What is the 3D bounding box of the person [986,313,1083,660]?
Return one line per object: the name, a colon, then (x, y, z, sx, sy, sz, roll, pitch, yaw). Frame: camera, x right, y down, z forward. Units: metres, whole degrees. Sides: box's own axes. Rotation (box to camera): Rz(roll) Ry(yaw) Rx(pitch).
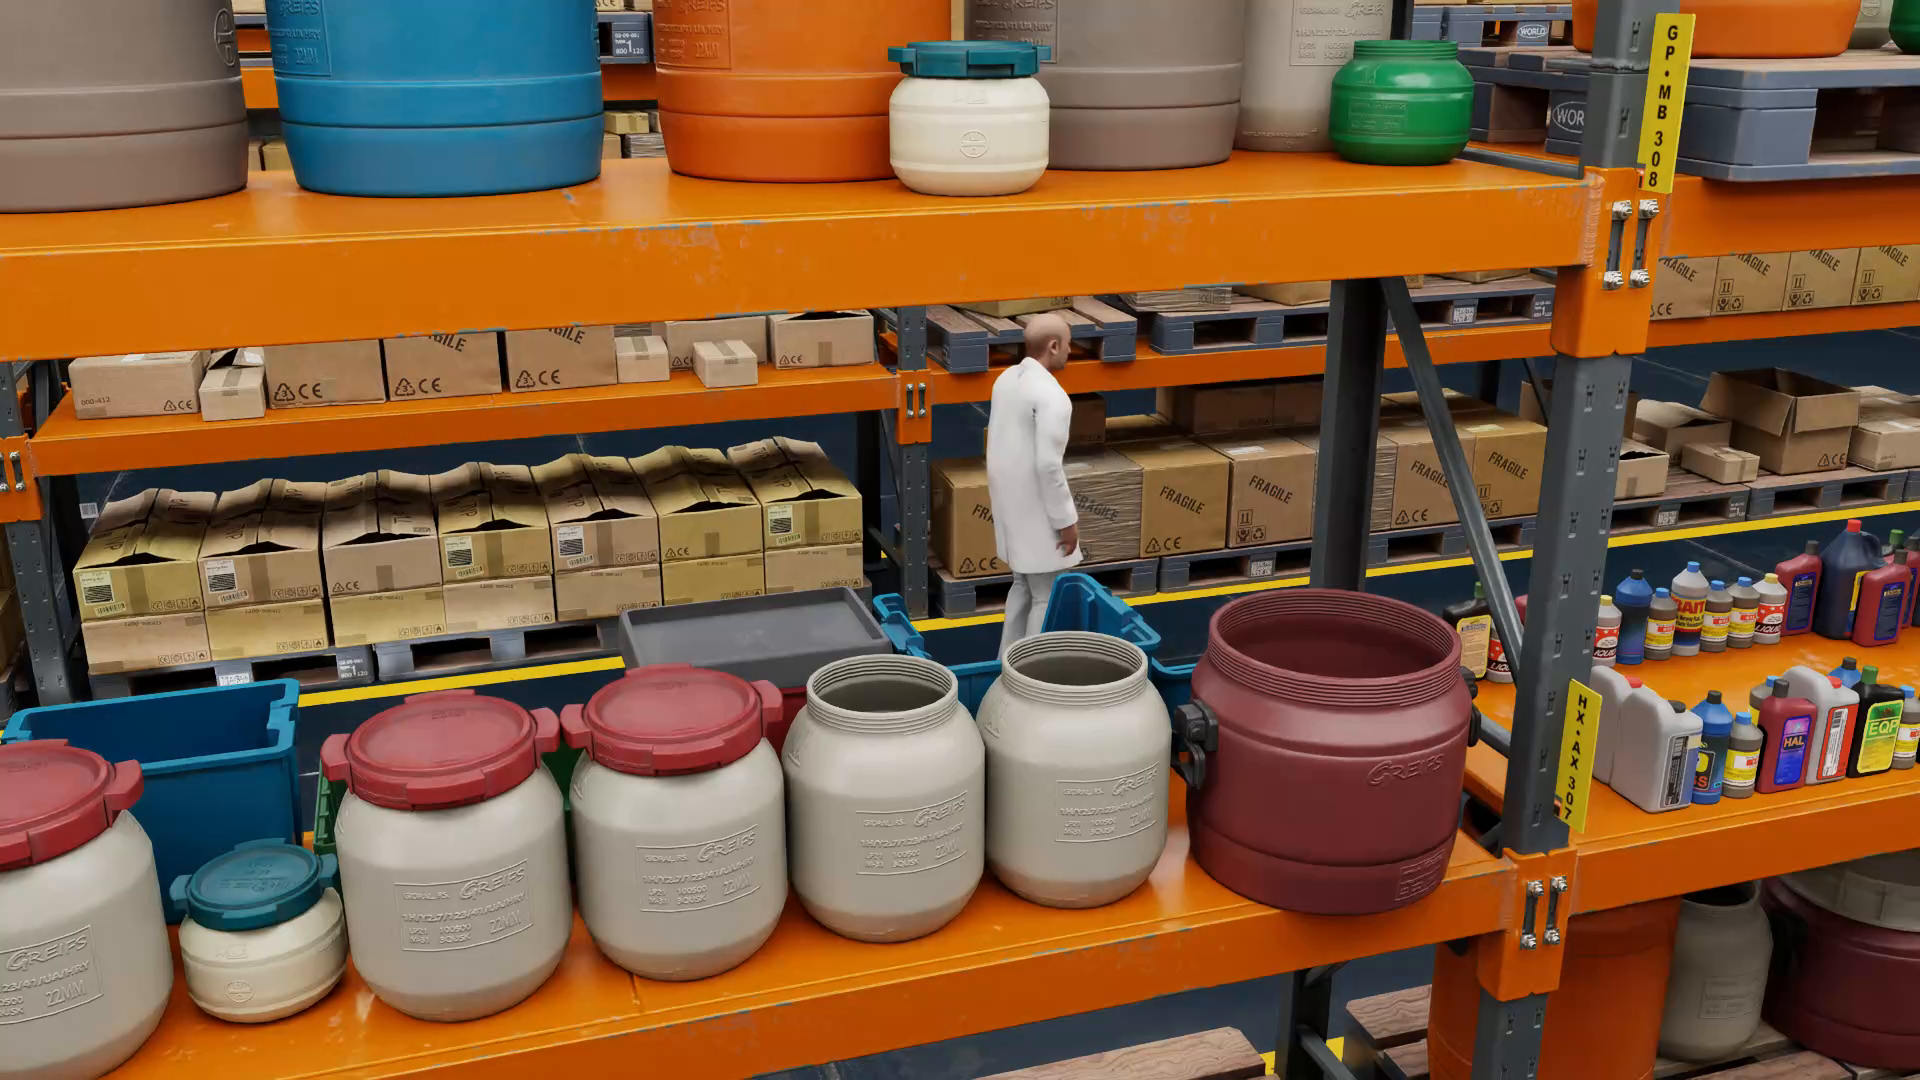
person: (0.346, -0.133, 7.478, 0.433, 1.773, 0.649, -7, 20, -21)
